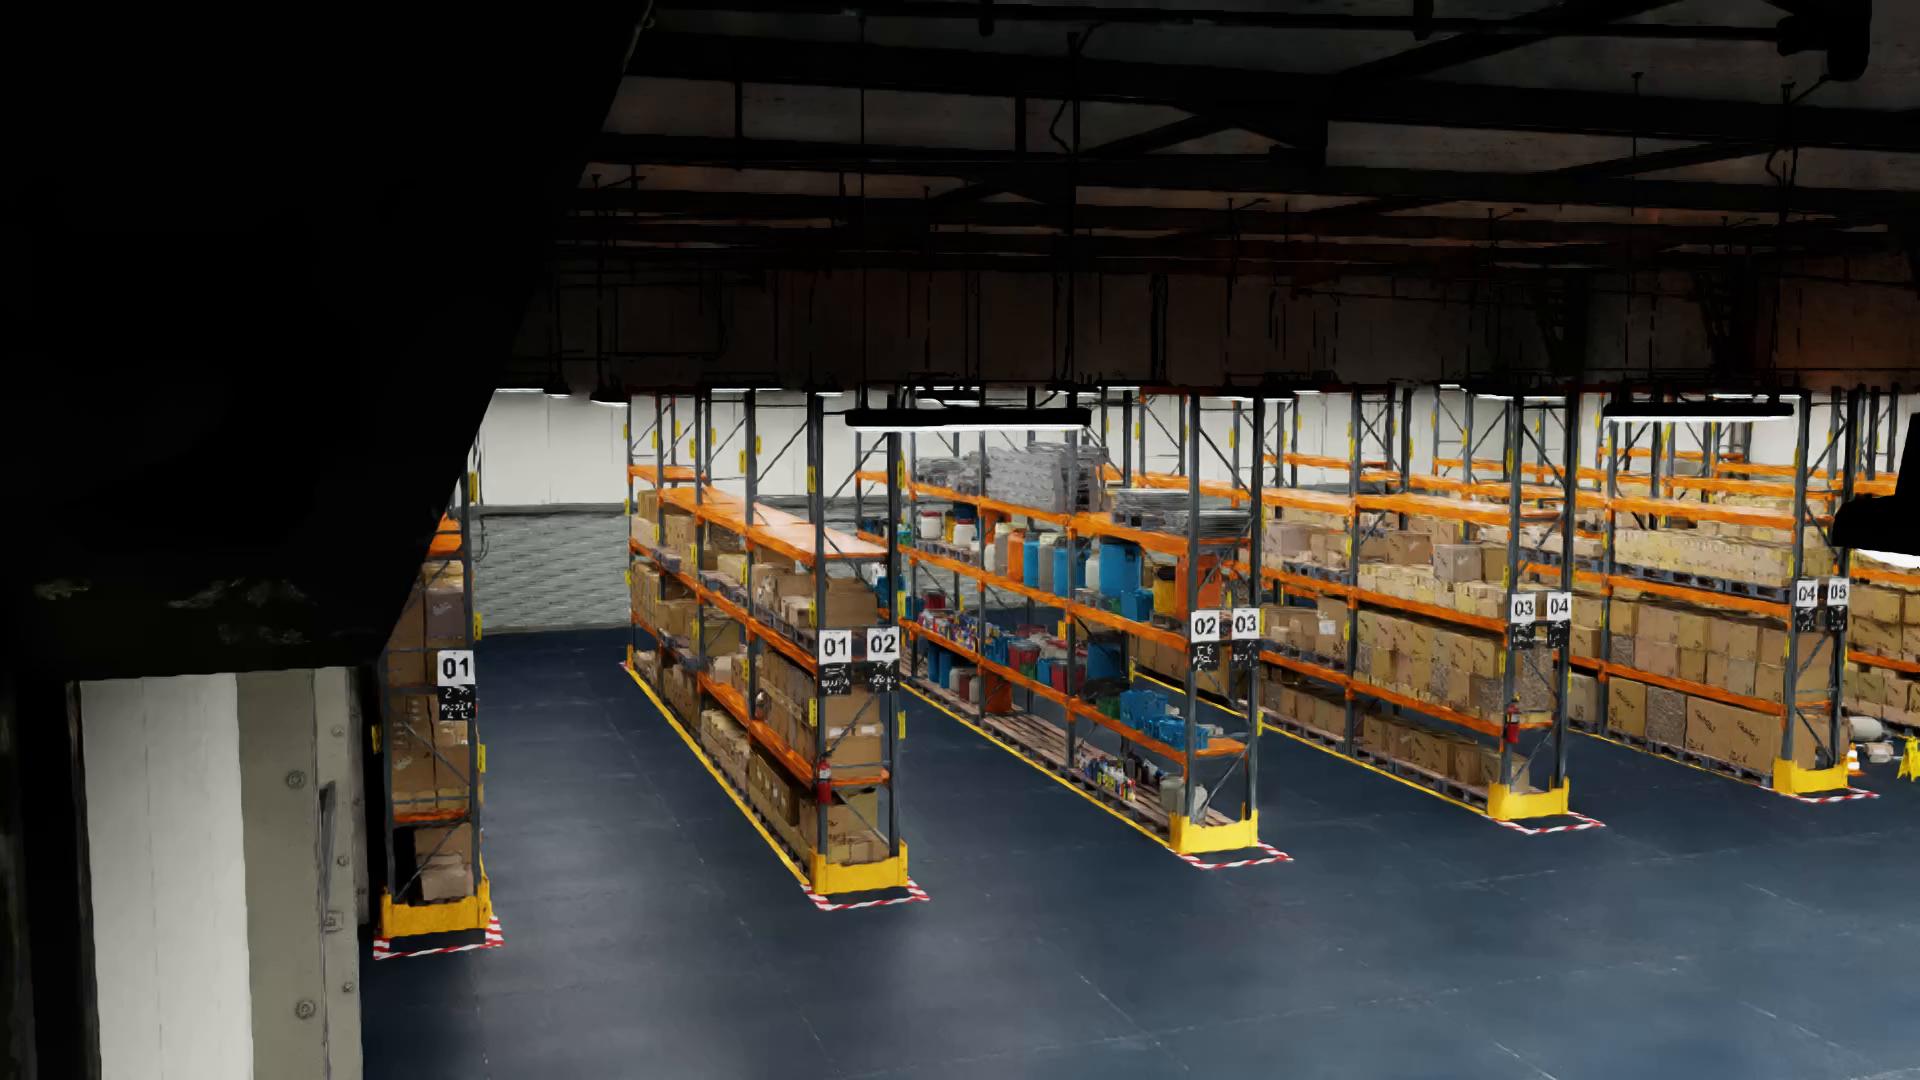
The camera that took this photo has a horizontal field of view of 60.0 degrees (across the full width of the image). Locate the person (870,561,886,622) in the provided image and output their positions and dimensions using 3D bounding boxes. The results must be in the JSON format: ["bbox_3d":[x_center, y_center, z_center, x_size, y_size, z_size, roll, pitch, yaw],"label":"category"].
[{"bbox_3d":[-2.162,1.177,41.490,0.520,1.759,0.727,3,7,28],"label":"person"}]
